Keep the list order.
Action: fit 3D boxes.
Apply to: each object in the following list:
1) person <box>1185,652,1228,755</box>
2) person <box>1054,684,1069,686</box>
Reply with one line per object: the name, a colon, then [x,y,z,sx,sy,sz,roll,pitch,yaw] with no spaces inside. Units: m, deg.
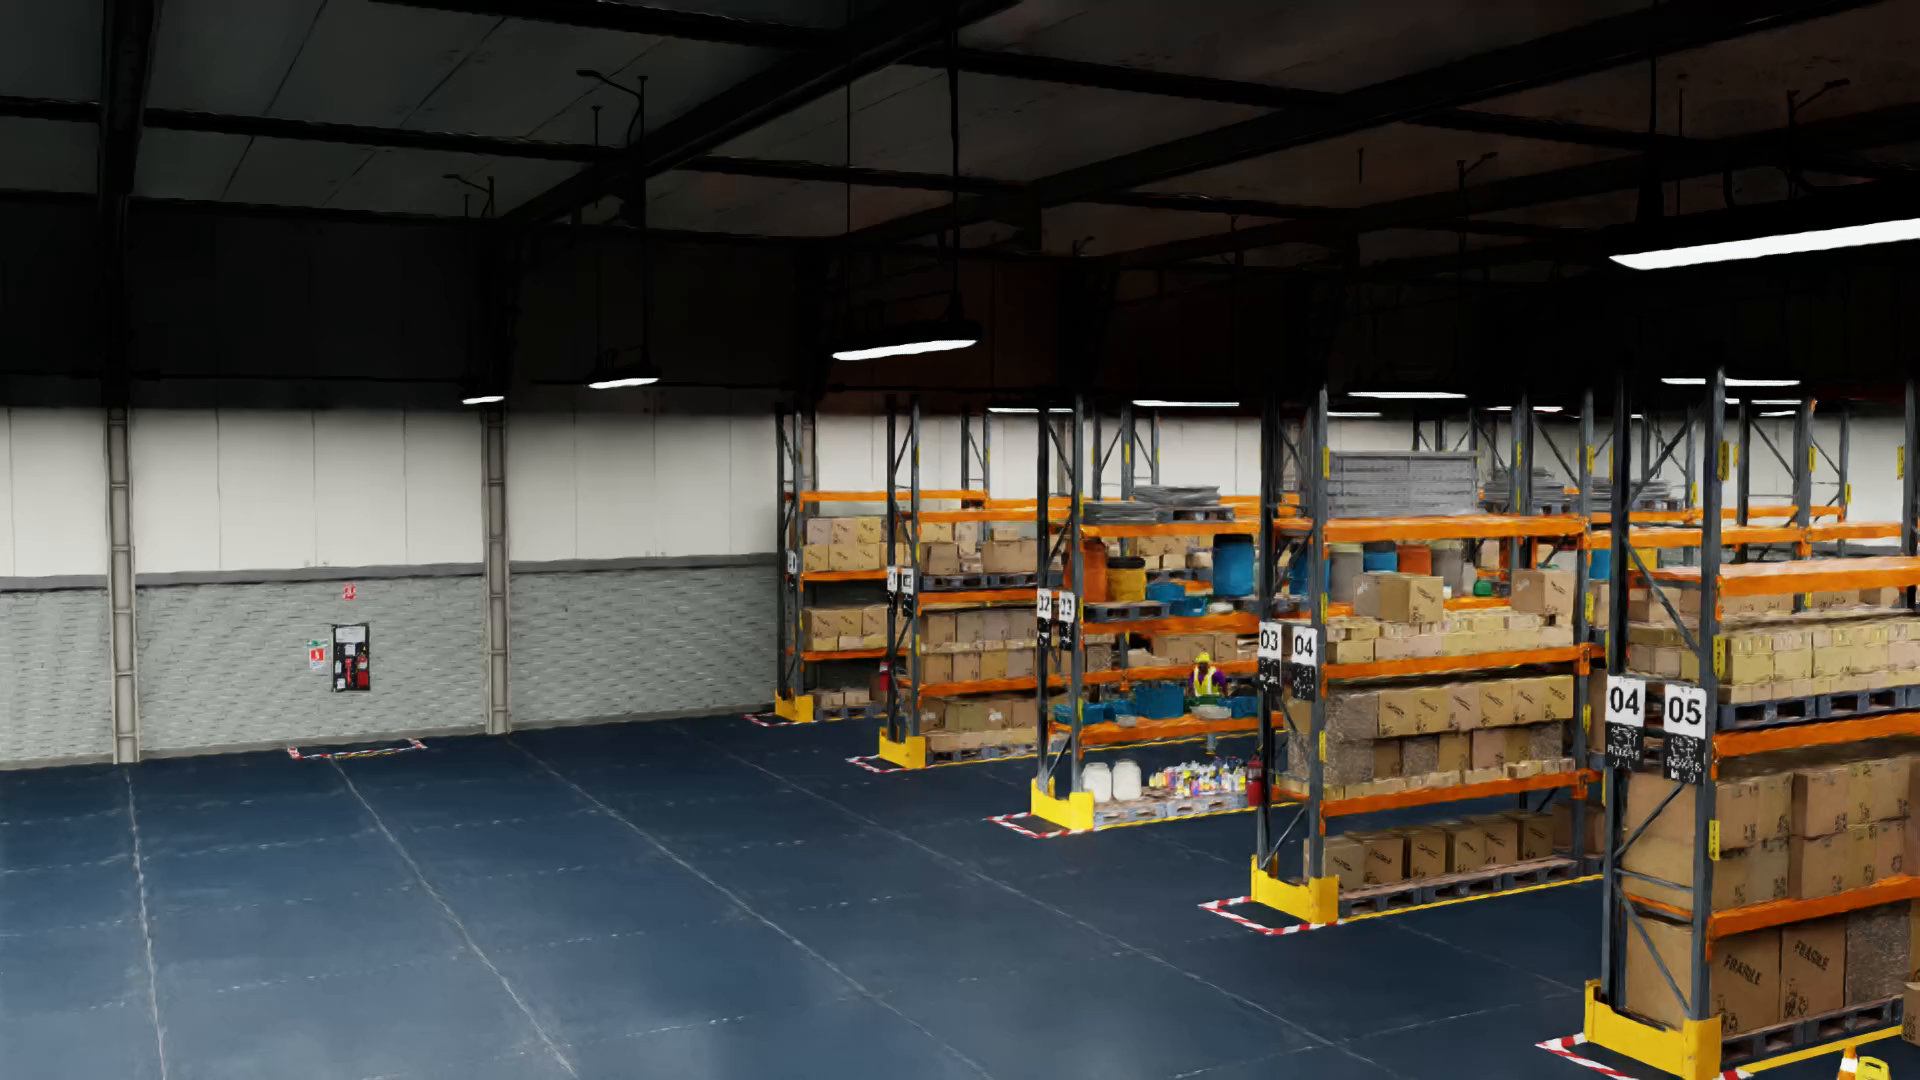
person: [4.172,2.726,28.000,0.840,1.705,0.700,-3,5,-44]
person: [1.859,2.639,30.700,1.090,1.553,0.479,-2,4,-25]
